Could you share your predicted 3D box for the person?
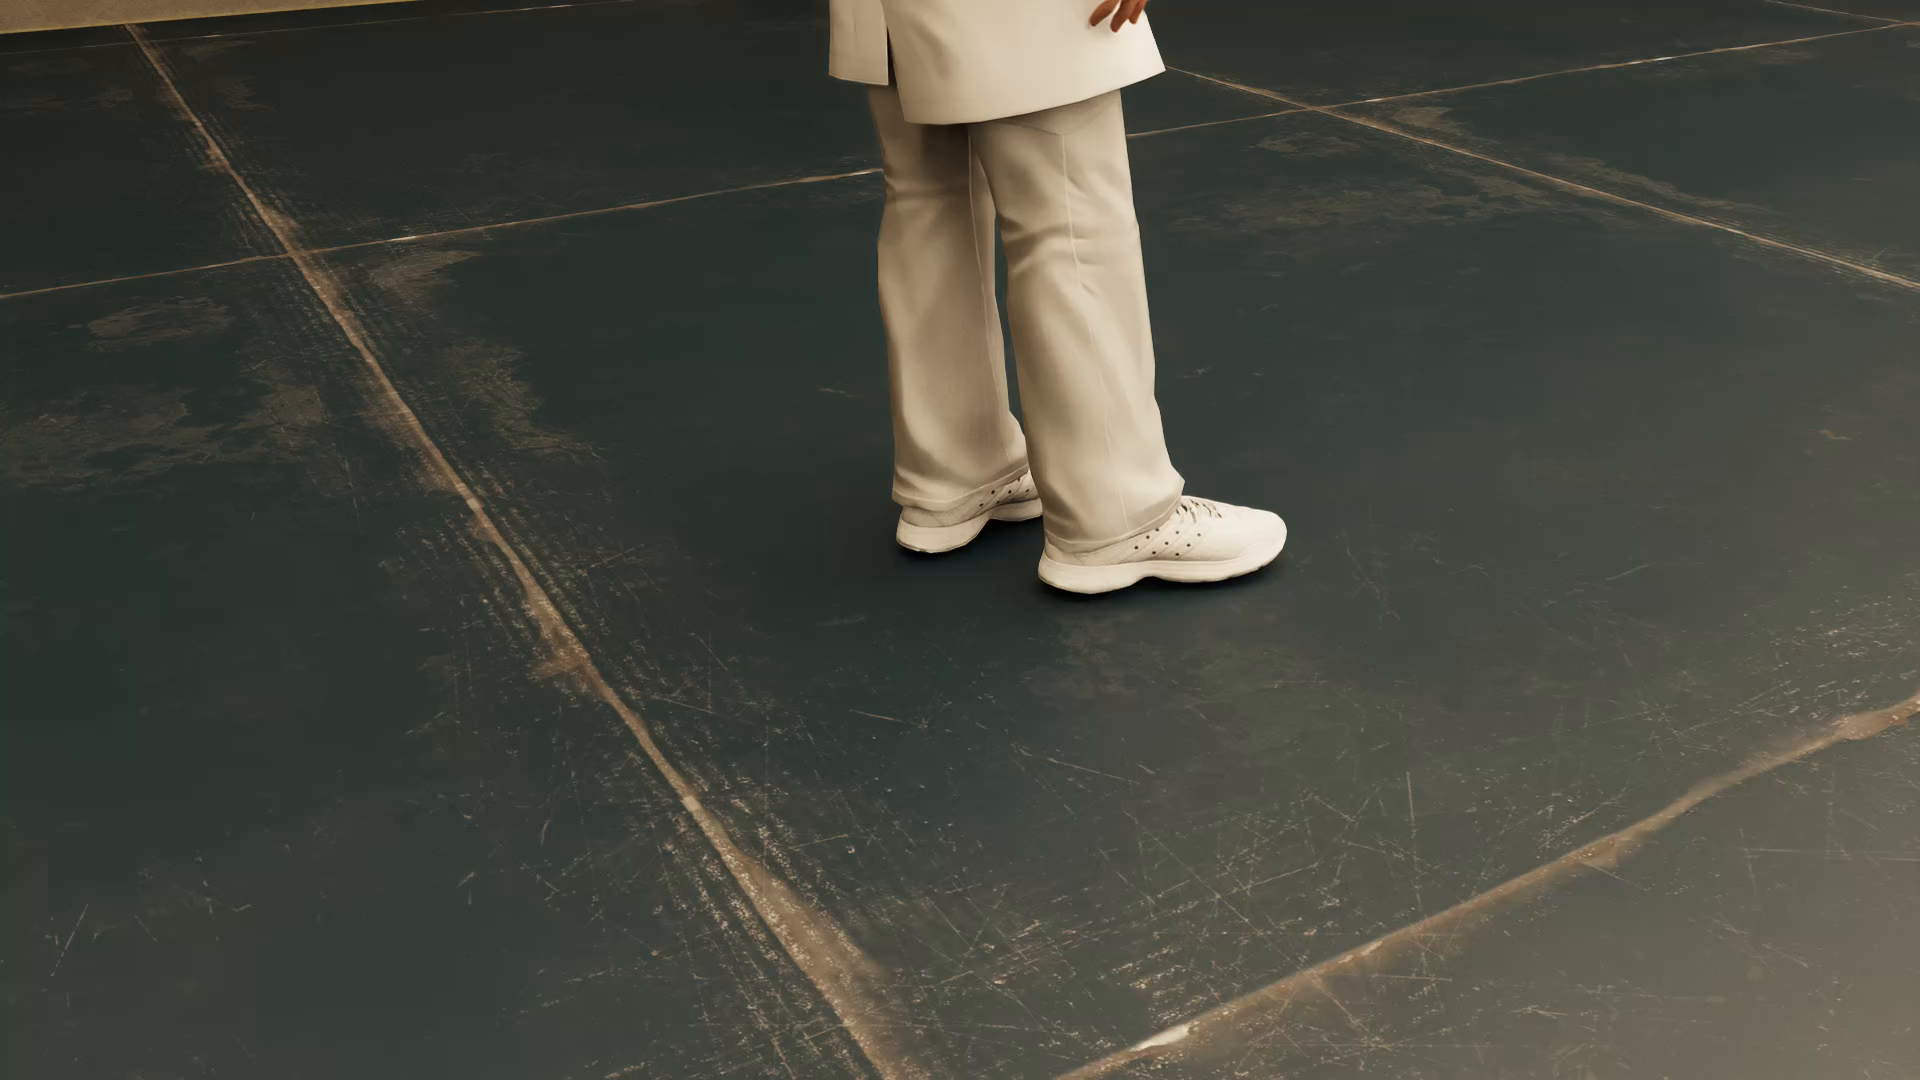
[{"bbox_3d":[0.081,-0.819,2.132,0.578,1.778,0.698,-15,30,-26],"label":"person"}]
